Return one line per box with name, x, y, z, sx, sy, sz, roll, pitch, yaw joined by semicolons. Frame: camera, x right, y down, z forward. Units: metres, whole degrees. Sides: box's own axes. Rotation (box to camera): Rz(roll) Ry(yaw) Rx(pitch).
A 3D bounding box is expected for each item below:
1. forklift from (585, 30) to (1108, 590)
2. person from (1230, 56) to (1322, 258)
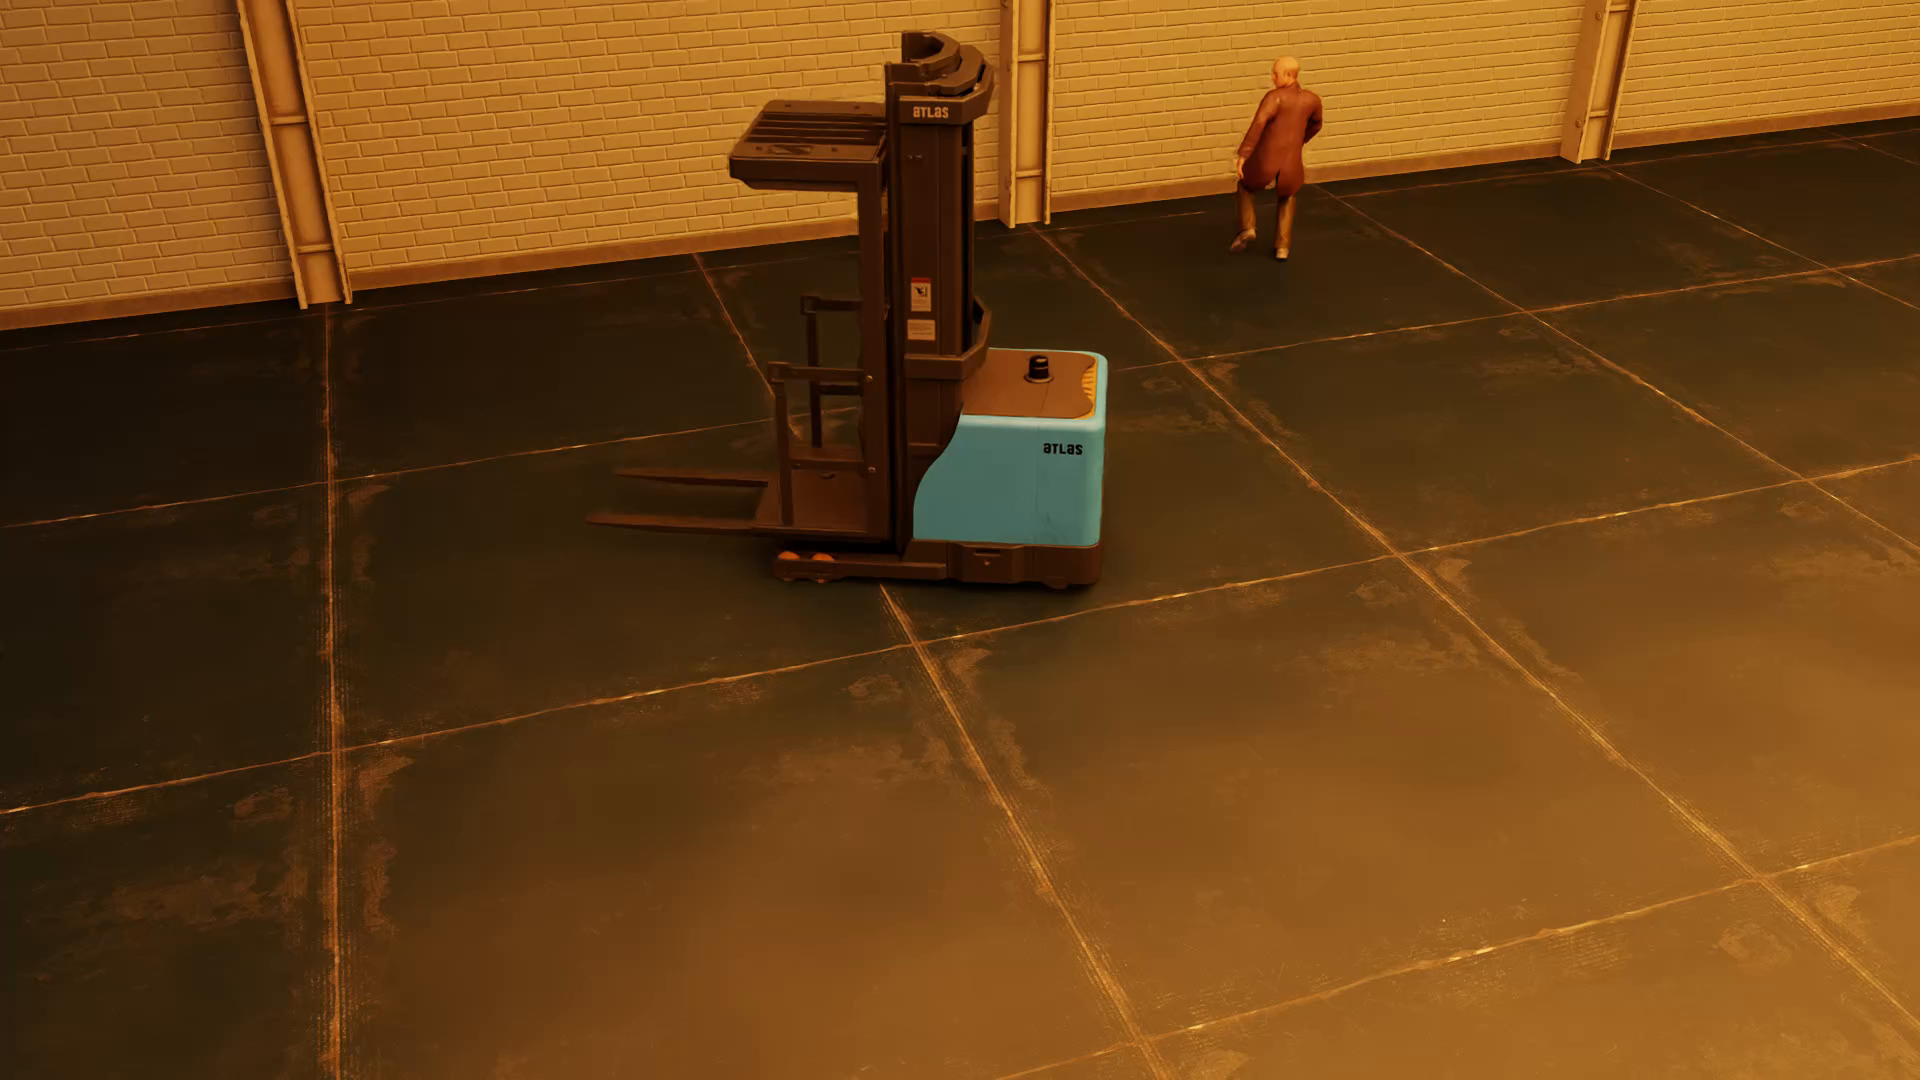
forklift;-0.668;-1.283;9.317;3.031;2.935;1.130;3;30;5
person;2.621;-3.179;13.875;0.818;1.695;0.703;-3;30;-5
